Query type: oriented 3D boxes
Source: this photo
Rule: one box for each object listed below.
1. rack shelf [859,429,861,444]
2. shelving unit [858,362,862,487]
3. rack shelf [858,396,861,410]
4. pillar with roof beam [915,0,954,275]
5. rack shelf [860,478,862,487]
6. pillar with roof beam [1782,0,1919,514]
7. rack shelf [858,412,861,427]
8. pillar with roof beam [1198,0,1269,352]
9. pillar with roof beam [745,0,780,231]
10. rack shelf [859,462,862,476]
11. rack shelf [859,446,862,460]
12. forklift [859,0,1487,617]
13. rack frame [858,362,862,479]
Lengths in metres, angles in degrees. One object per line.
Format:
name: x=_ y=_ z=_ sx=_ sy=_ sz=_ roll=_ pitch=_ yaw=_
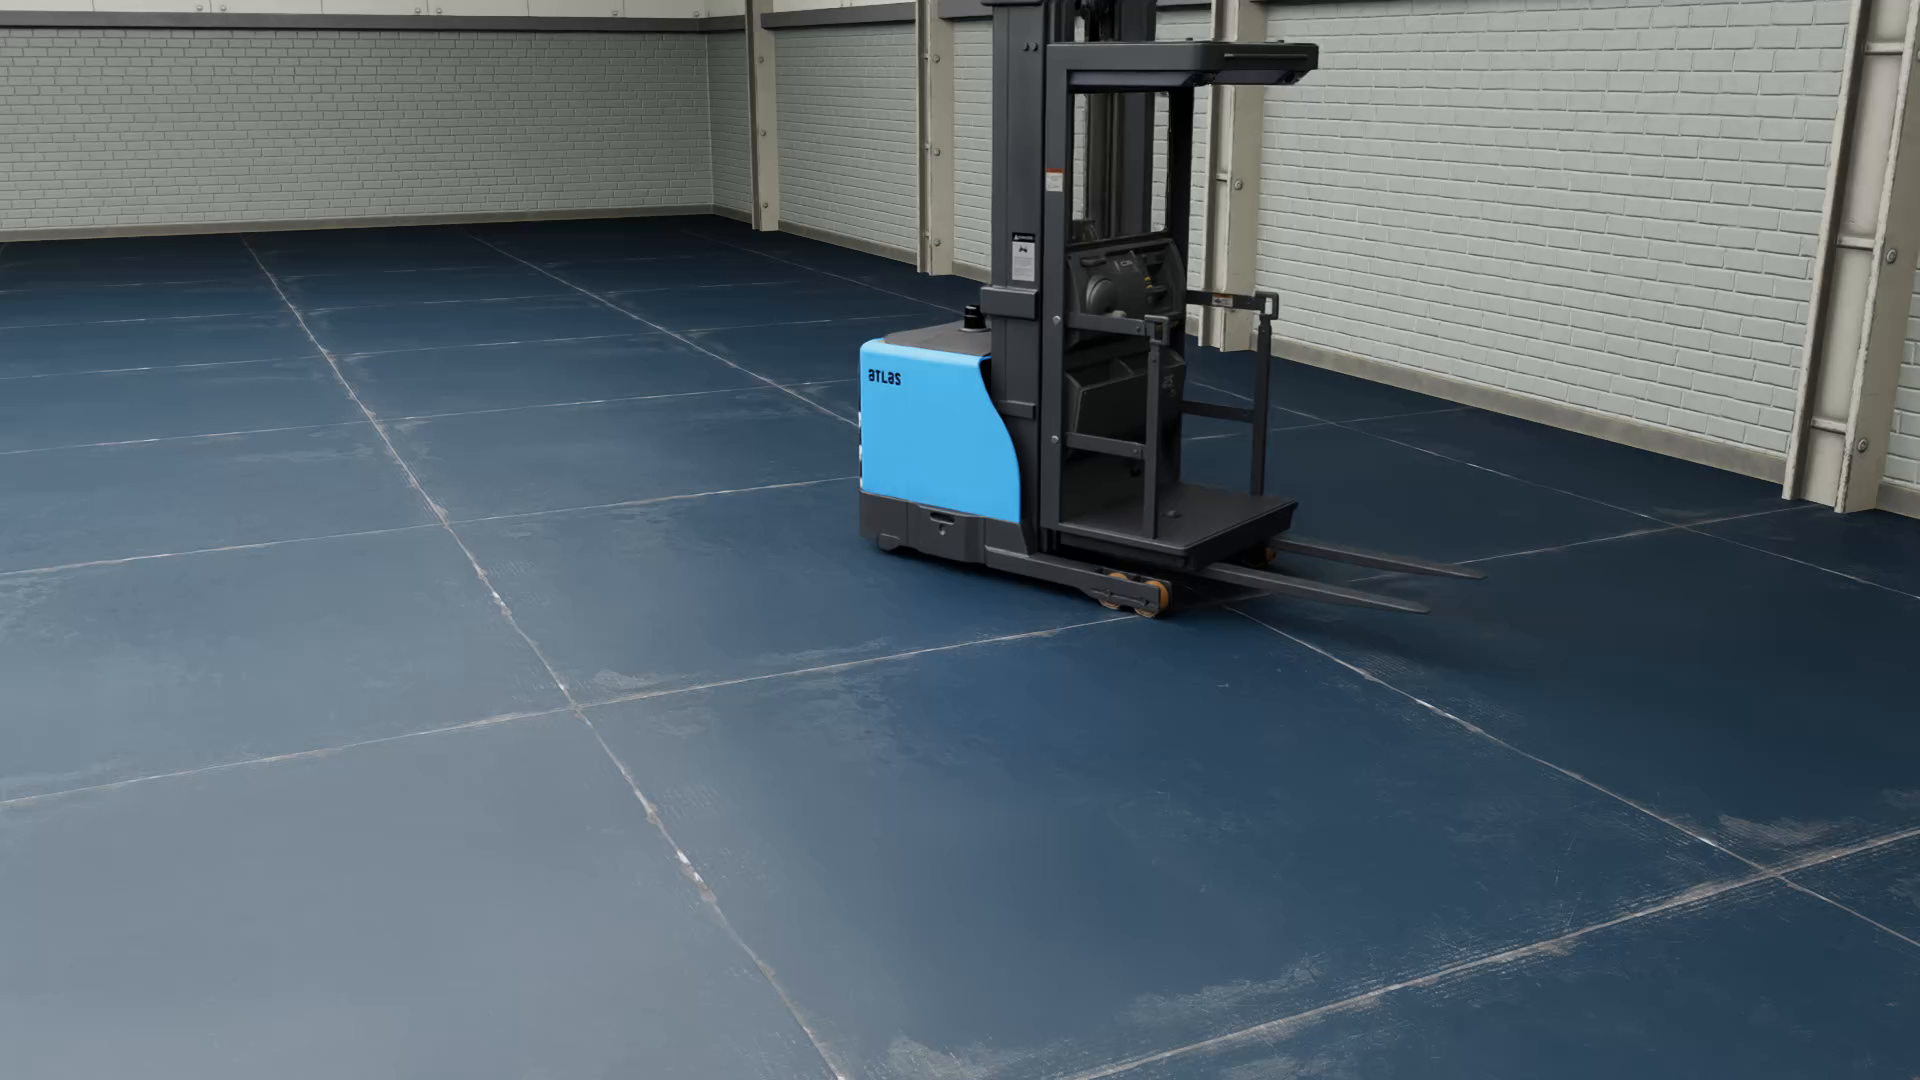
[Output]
rack shelf: x=-0.380 y=-0.560 z=8.865 sx=0.200 sy=0.077 sz=0.258 roll=12 pitch=20 yaw=37
shelving unit: x=-0.380 y=-0.506 z=8.881 sx=0.210 sy=0.900 sz=0.258 roll=12 pitch=20 yaw=37
rack shelf: x=-0.380 y=-0.733 z=8.816 sx=0.200 sy=0.077 sz=0.258 roll=12 pitch=20 yaw=37
pillar with roof beam: x=-4.160 y=-6.995 z=16.813 sx=9.100 sy=9.000 sz=0.400 roll=-8 pitch=18 yaw=-25
rack shelf: x=-0.380 y=-0.301 z=8.940 sx=0.200 sy=0.077 sz=0.258 roll=12 pitch=20 yaw=37
pillar with roof beam: x=1.097 y=-4.020 z=6.445 sx=9.100 sy=9.000 sz=0.400 roll=-8 pitch=18 yaw=-25
rack shelf: x=-0.380 y=-0.647 z=8.841 sx=0.200 sy=0.077 sz=0.258 roll=12 pitch=20 yaw=37
pillar with roof beam: x=-1.531 y=-5.508 z=11.629 sx=9.100 sy=9.000 sz=0.400 roll=-8 pitch=18 yaw=-25
pillar with roof beam: x=-6.788 y=-8.483 z=21.998 sx=9.100 sy=9.000 sz=0.400 roll=-8 pitch=18 yaw=-25
rack shelf: x=-0.380 y=-0.387 z=8.915 sx=0.200 sy=0.077 sz=0.258 roll=12 pitch=20 yaw=37
rack shelf: x=-0.380 y=-0.474 z=8.890 sx=0.200 sy=0.077 sz=0.258 roll=12 pitch=20 yaw=37
forklift: x=0.952 y=-1.224 z=7.701 sx=3.031 sy=2.935 sz=1.130 roll=12 pitch=20 yaw=37
rack frame: x=-0.460 y=-0.523 z=8.941 sx=0.006 sy=0.900 sz=0.240 roll=12 pitch=20 yaw=37
